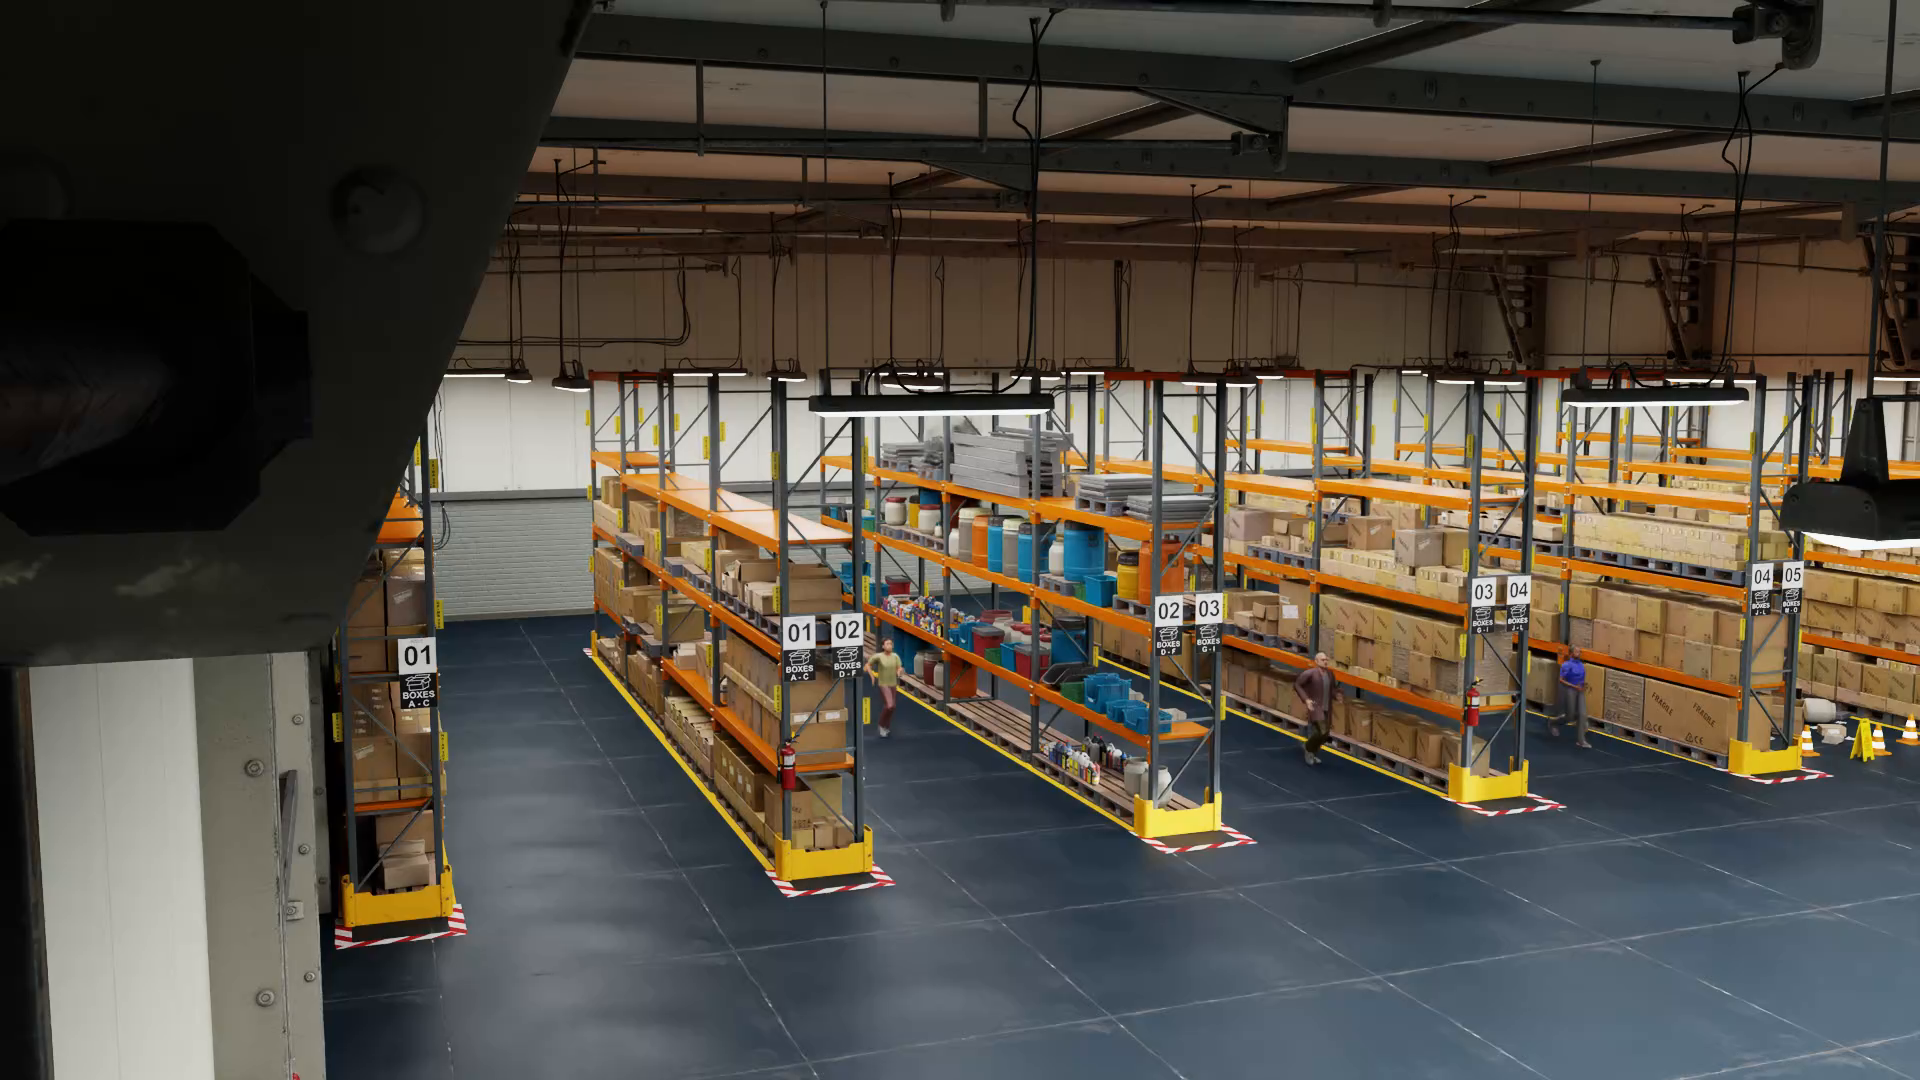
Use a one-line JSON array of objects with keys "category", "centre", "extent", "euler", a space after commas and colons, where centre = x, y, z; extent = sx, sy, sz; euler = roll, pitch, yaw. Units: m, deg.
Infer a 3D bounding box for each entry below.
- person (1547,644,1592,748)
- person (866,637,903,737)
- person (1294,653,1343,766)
[{"category": "person", "centre": [9.923, 2.507, 26.936], "extent": [0.590, 1.620, 0.847], "euler": [-3, 7, -28]}, {"category": "person", "centre": [-1.201, 2.431, 27.520], "extent": [0.549, 1.659, 0.656], "euler": [-4, 8, -32]}, {"category": "person", "centre": [5.546, 2.614, 25.563], "extent": [0.680, 1.740, 0.696], "euler": [-3, 7, -28]}]
